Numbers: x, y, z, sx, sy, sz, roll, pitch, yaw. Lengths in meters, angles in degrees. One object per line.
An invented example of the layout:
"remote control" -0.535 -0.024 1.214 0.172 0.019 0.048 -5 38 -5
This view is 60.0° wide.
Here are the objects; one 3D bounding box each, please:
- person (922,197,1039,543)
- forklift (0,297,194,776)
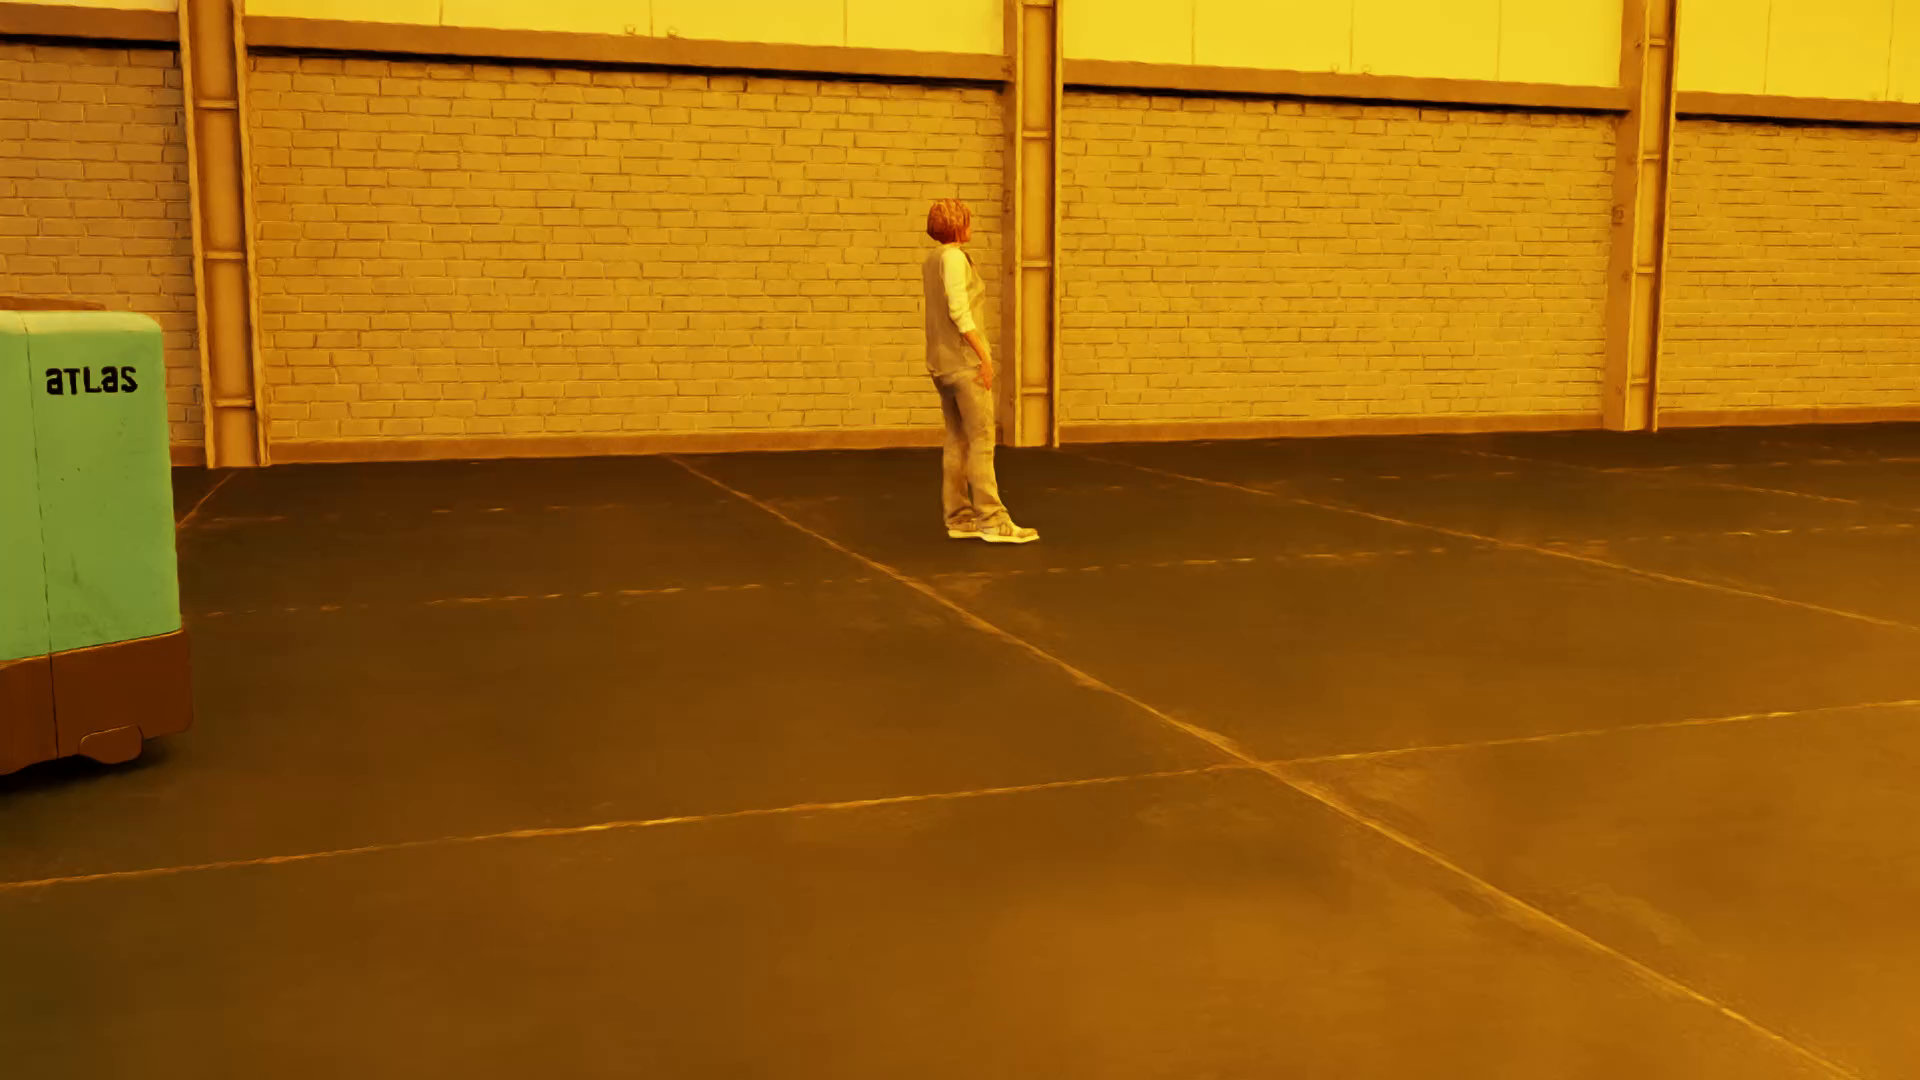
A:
"person" 0.075 -0.799 7.826 0.474 1.597 0.521 -3 8 -18
"forklift" -3.096 -0.797 2.908 1.130 2.935 3.031 5 9 33
